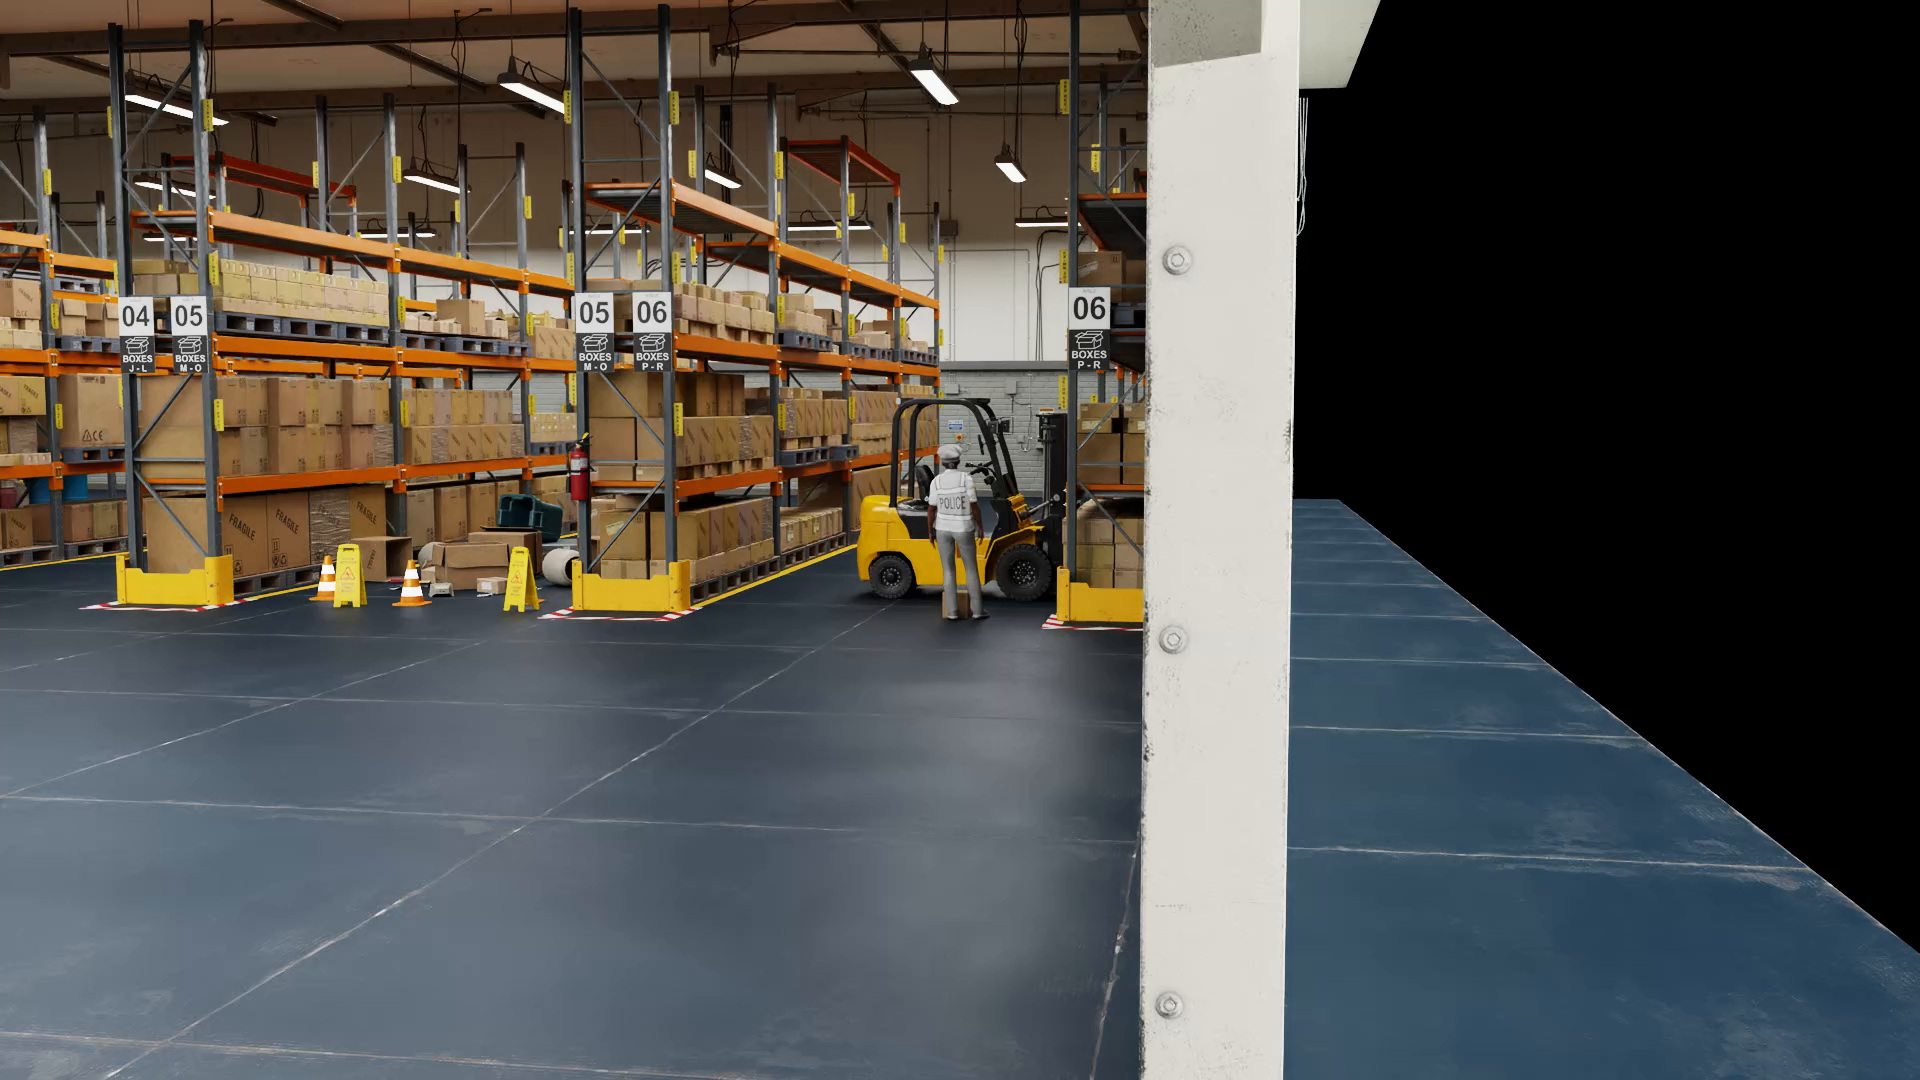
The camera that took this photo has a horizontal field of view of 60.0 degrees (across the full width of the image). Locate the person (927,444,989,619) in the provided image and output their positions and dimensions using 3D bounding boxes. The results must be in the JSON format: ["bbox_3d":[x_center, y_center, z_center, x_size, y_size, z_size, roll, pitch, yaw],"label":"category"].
[{"bbox_3d":[-0.021,-0.082,16.100,0.568,1.694,0.529,1,5,9],"label":"person"}]
